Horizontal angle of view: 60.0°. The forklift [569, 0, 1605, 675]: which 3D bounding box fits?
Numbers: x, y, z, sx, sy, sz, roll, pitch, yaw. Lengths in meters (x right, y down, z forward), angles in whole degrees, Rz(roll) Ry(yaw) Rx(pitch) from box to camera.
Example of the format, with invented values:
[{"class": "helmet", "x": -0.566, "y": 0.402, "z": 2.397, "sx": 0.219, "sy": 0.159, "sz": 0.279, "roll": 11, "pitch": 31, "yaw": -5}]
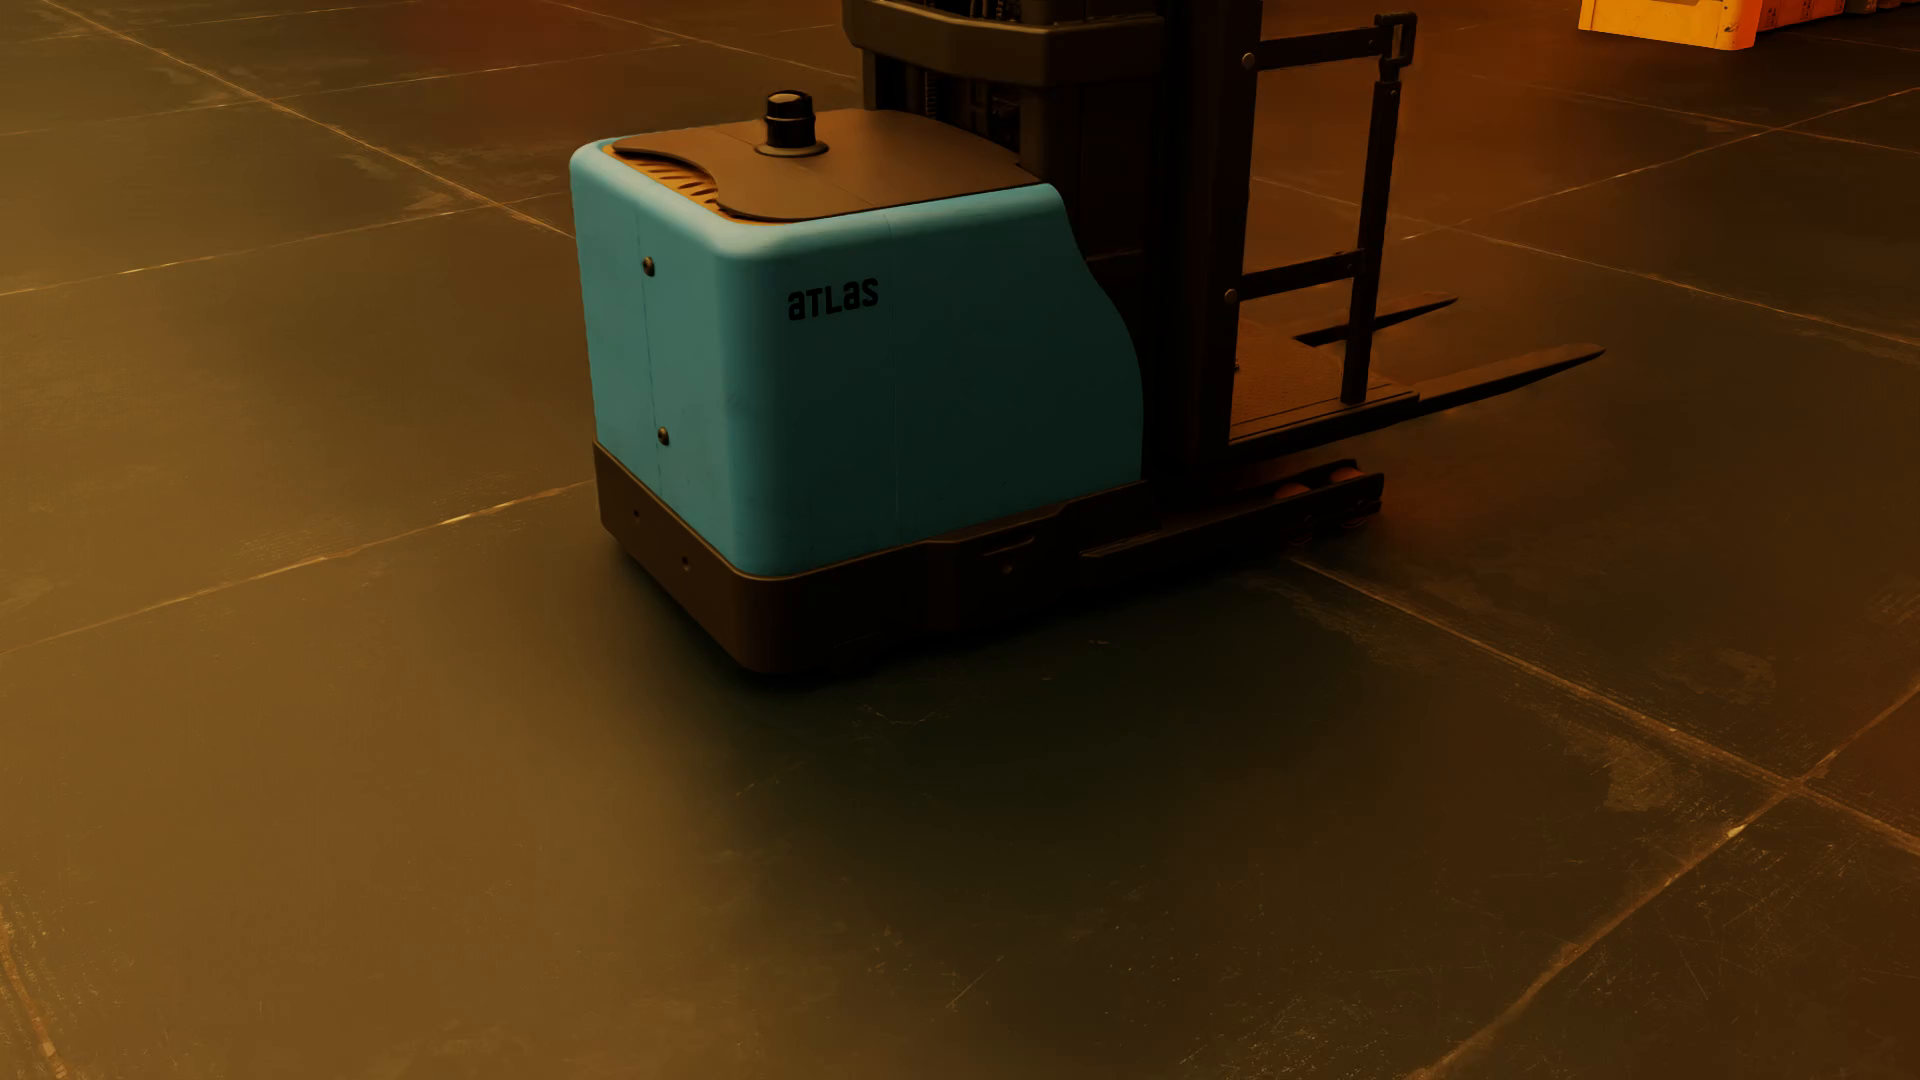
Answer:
[{"class": "forklift", "x": 0.560, "y": -1.482, "z": 4.190, "sx": 3.031, "sy": 2.935, "sz": 1.130, "roll": -15, "pitch": 30, "yaw": -28}]
